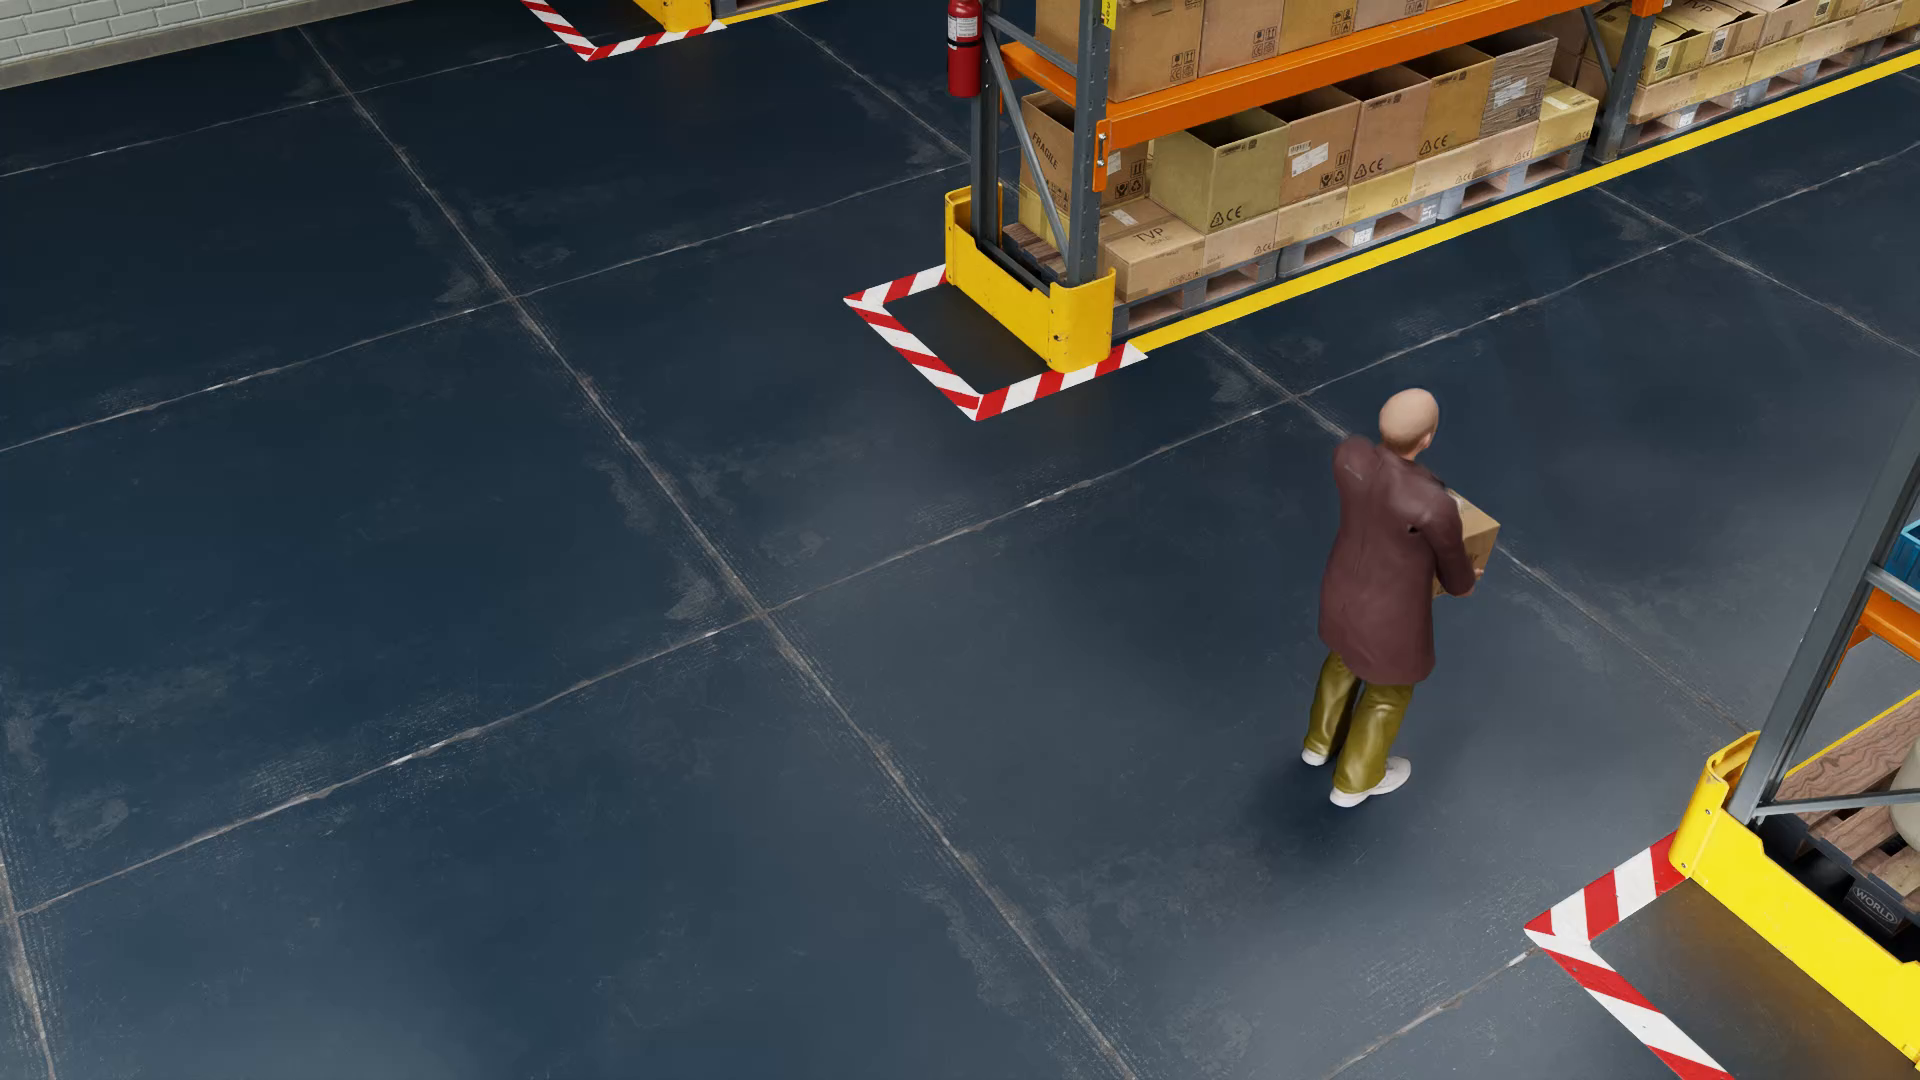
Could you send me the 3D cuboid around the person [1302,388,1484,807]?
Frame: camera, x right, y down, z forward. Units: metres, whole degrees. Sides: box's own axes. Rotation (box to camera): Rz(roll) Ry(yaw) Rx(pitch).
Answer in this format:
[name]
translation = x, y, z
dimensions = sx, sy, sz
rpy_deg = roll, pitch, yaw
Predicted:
[person]
translation = 1.567, 0.175, 5.964
dimensions = 0.559, 1.780, 0.527
rpy_deg = -23, 45, -25
